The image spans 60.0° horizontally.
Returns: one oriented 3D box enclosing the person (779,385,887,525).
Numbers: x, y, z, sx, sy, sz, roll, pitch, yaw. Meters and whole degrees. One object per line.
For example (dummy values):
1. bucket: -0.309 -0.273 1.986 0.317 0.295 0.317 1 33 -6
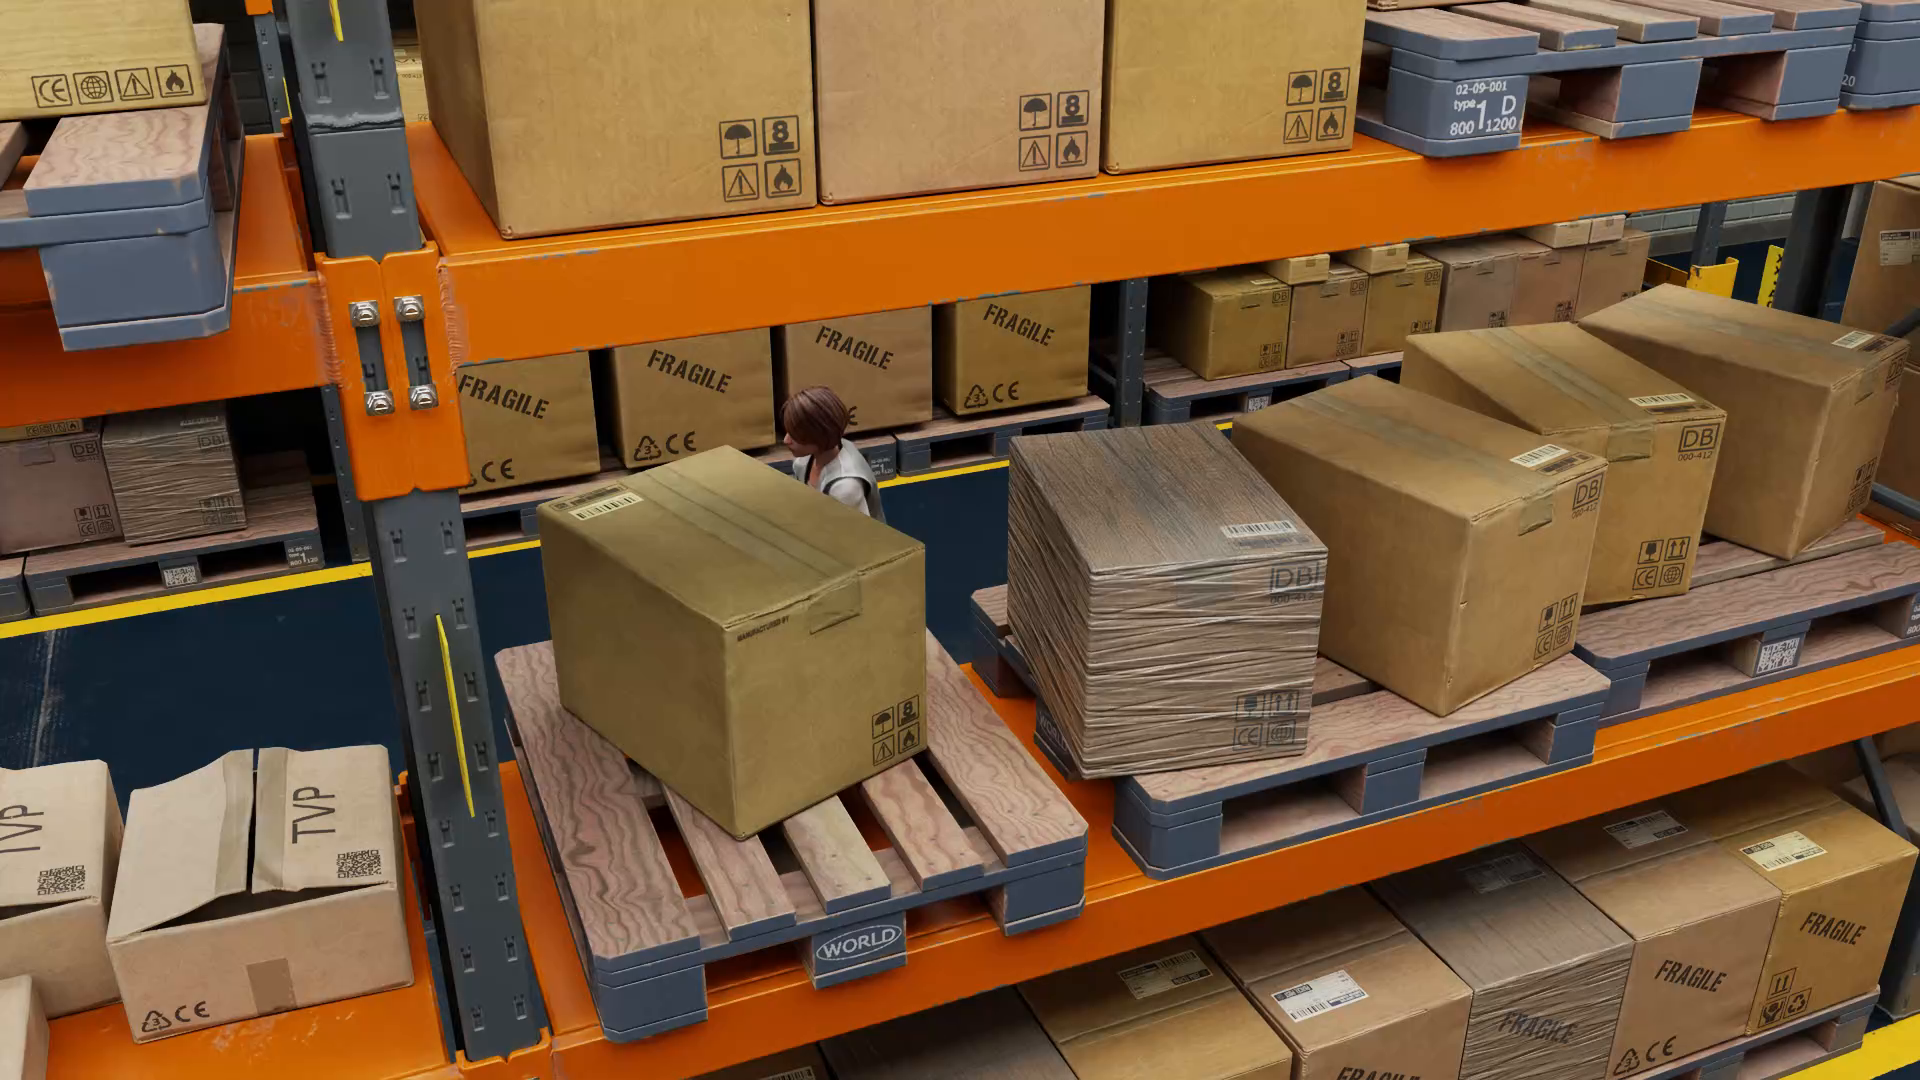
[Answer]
1. person: -0.427 0.202 5.717 0.347 1.592 0.483 -13 29 -24
